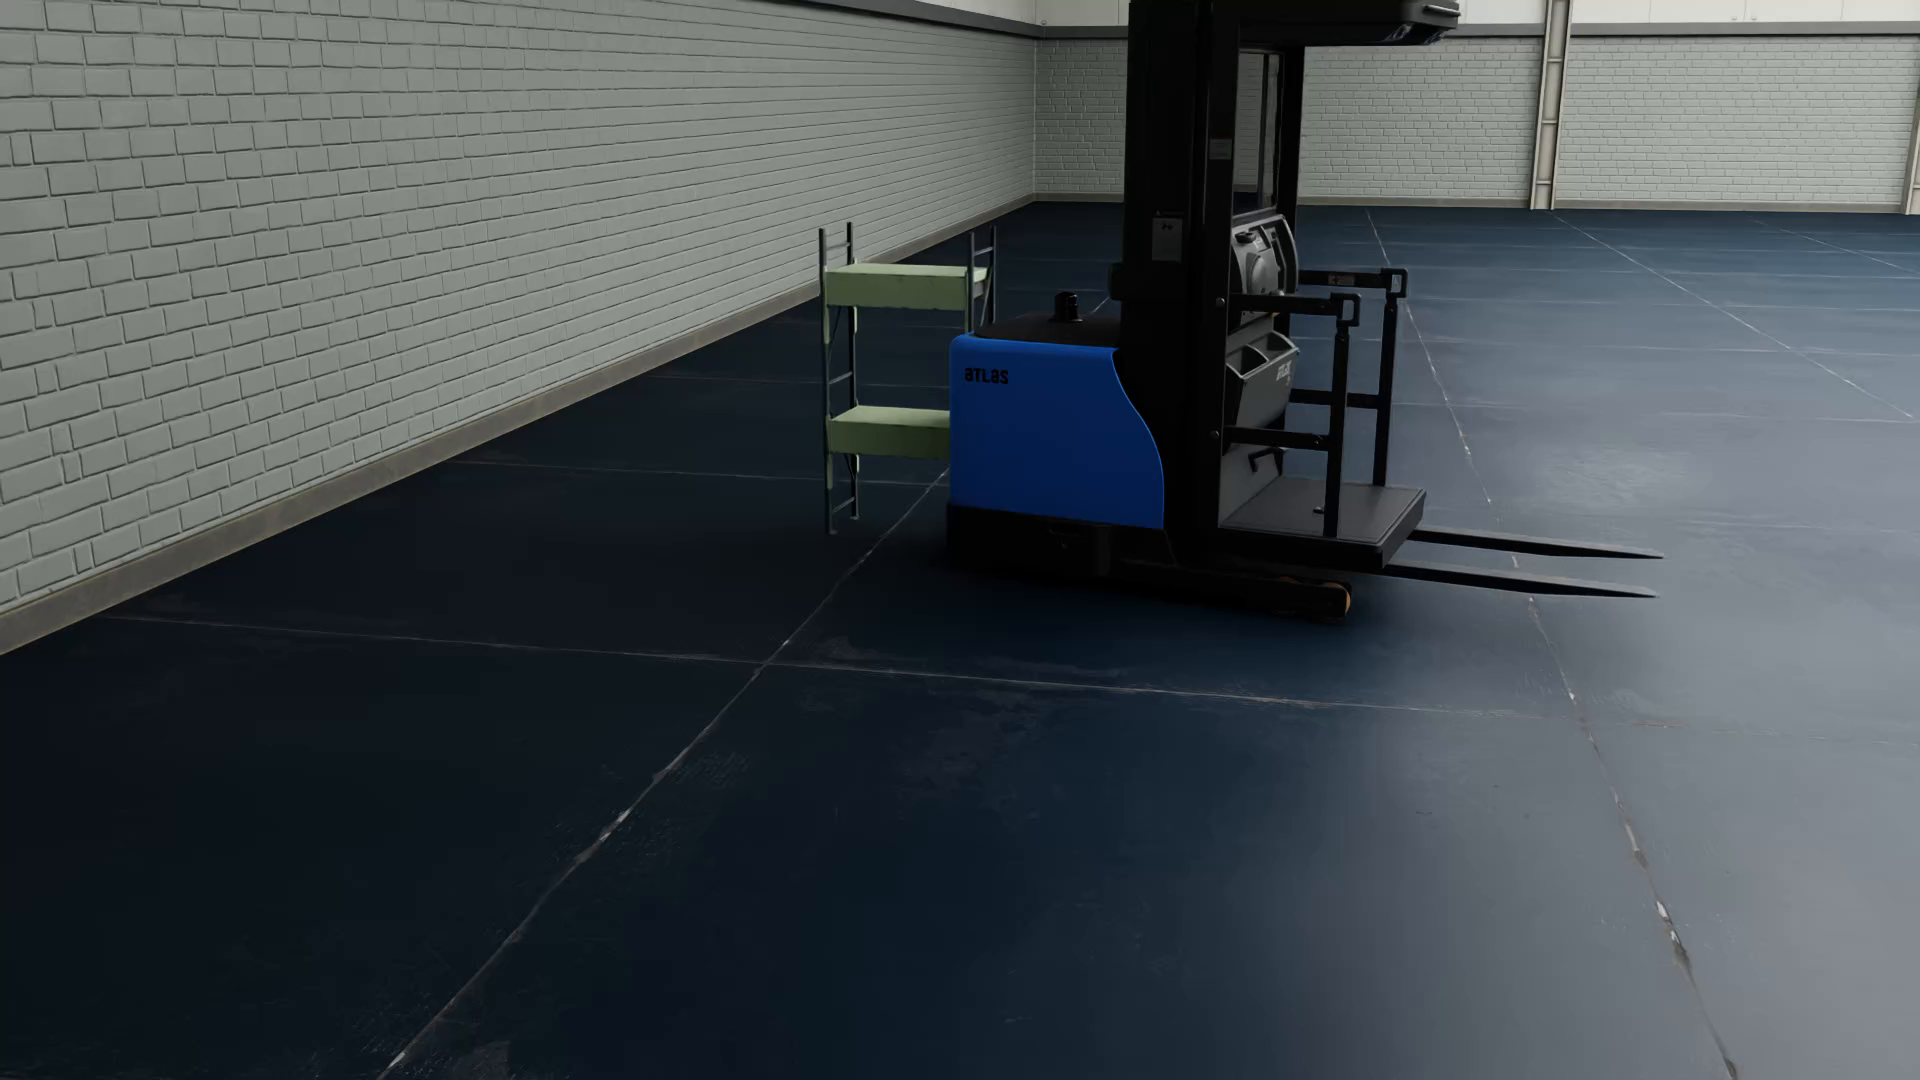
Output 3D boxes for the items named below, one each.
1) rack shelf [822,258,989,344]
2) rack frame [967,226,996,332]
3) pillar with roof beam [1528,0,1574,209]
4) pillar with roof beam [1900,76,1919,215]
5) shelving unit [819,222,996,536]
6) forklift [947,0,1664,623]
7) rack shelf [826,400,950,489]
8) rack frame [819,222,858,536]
[{"bbox_3d":[-0.247,-1.142,8.006,0.720,0.370,0.431,5,16,17],"label":"rack shelf"},{"bbox_3d":[0.103,-0.737,8.005,0.023,1.500,0.400,5,16,17],"label":"rack frame"},{"bbox_3d":[9.293,-9.002,23.796,0.400,9.000,9.100,3,16,11],"label":"pillar with roof beam"},{"bbox_3d":[15.173,-8.683,22.643,0.400,9.000,9.100,3,16,11],"label":"pillar with roof beam"},{"bbox_3d":[-0.247,-0.766,8.110,0.755,1.500,0.431,5,16,17],"label":"shelving unit"},{"bbox_3d":[1.498,-1.229,7.102,3.031,2.935,1.130,7,17,24],"label":"forklift"},{"bbox_3d":[-0.247,-0.452,8.197,0.720,0.370,0.431,5,16,17],"label":"rack shelf"},{"bbox_3d":[-0.596,-0.795,8.215,0.023,1.500,0.400,5,16,17],"label":"rack frame"}]
